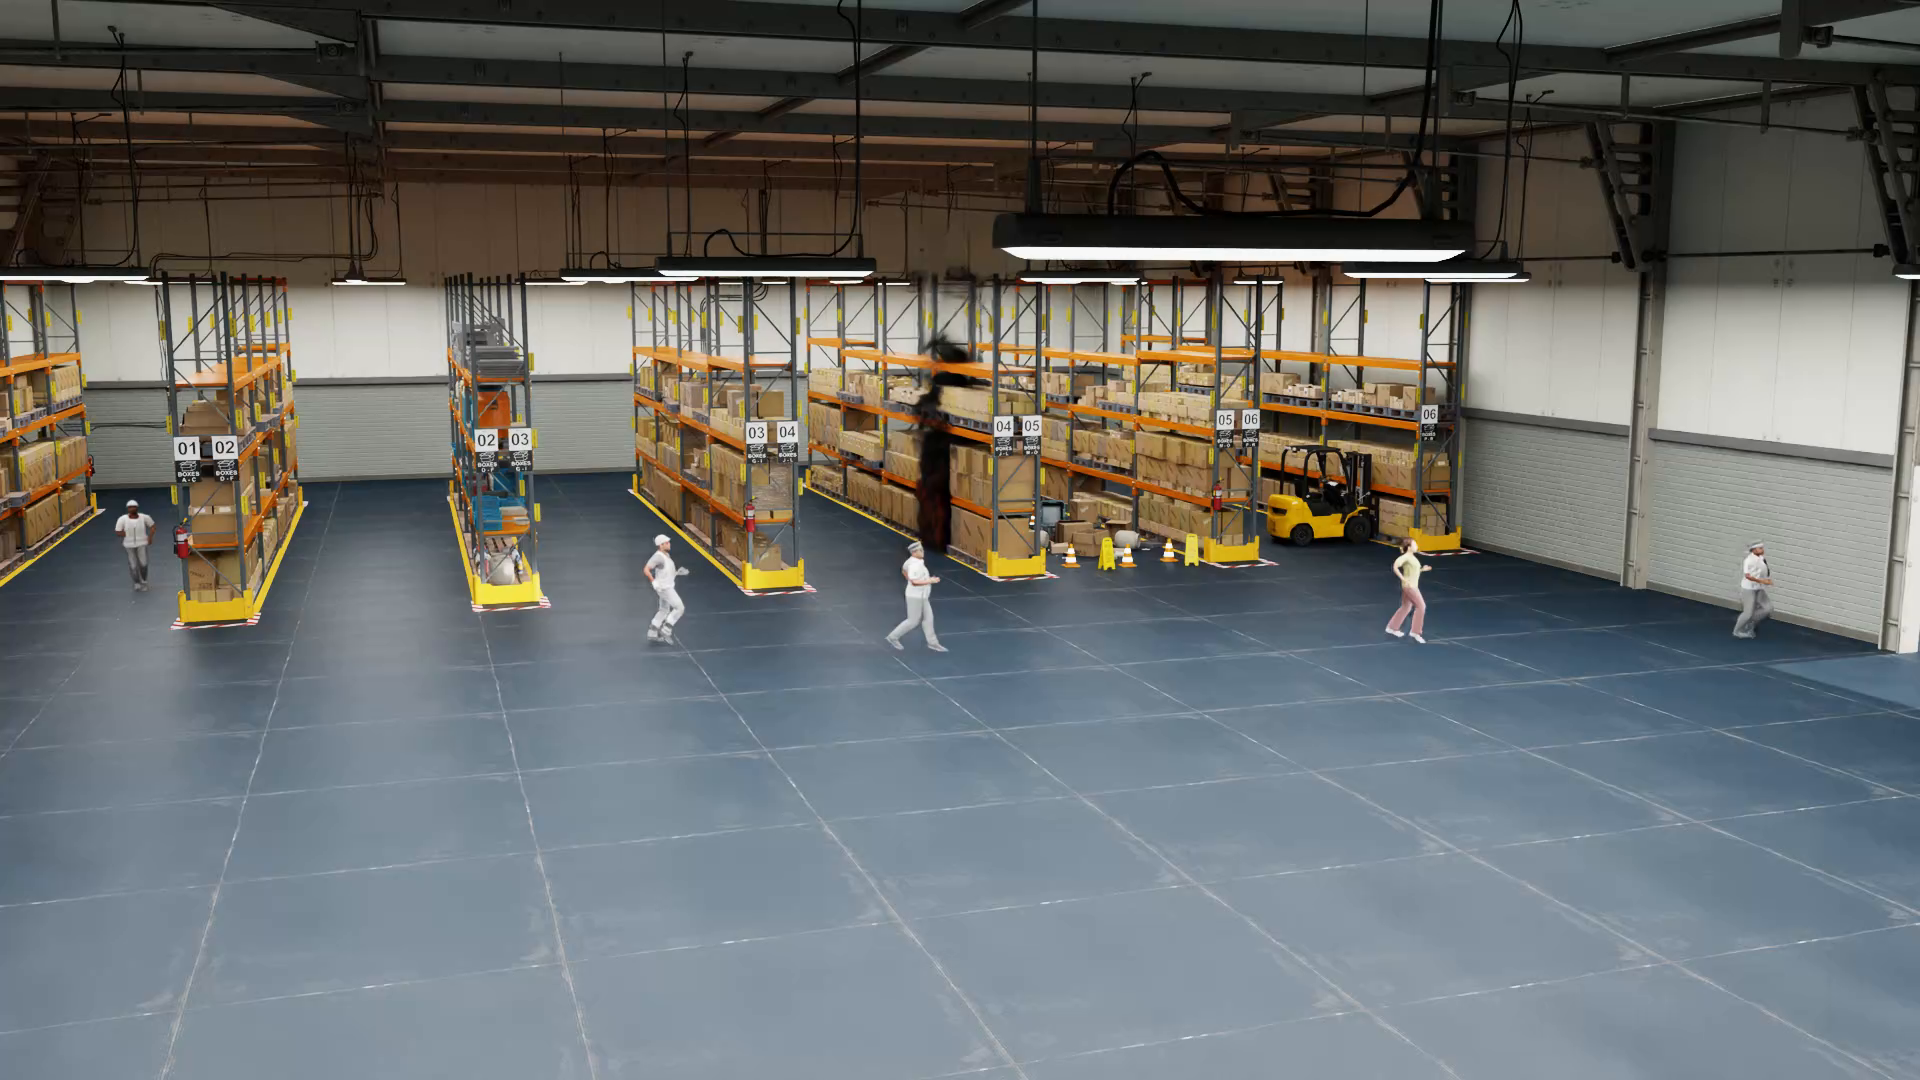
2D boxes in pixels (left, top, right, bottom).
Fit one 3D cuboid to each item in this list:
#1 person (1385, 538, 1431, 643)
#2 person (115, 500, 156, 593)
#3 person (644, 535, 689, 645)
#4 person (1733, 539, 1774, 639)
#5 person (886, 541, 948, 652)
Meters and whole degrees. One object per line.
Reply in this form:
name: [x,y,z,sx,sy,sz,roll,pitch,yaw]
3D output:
person: [7.319,0.816,27.149,0.690,1.723,0.560,3,9,19]
person: [-15.572,0.131,31.435,0.677,1.772,0.649,-4,9,-23]
person: [-4.732,0.806,26.835,0.709,1.792,0.639,0,9,-1]
person: [13.026,0.810,27.191,0.594,1.683,0.638,-6,10,-33]
person: [-0.676,0.896,26.141,0.967,1.791,0.659,1,9,6]
